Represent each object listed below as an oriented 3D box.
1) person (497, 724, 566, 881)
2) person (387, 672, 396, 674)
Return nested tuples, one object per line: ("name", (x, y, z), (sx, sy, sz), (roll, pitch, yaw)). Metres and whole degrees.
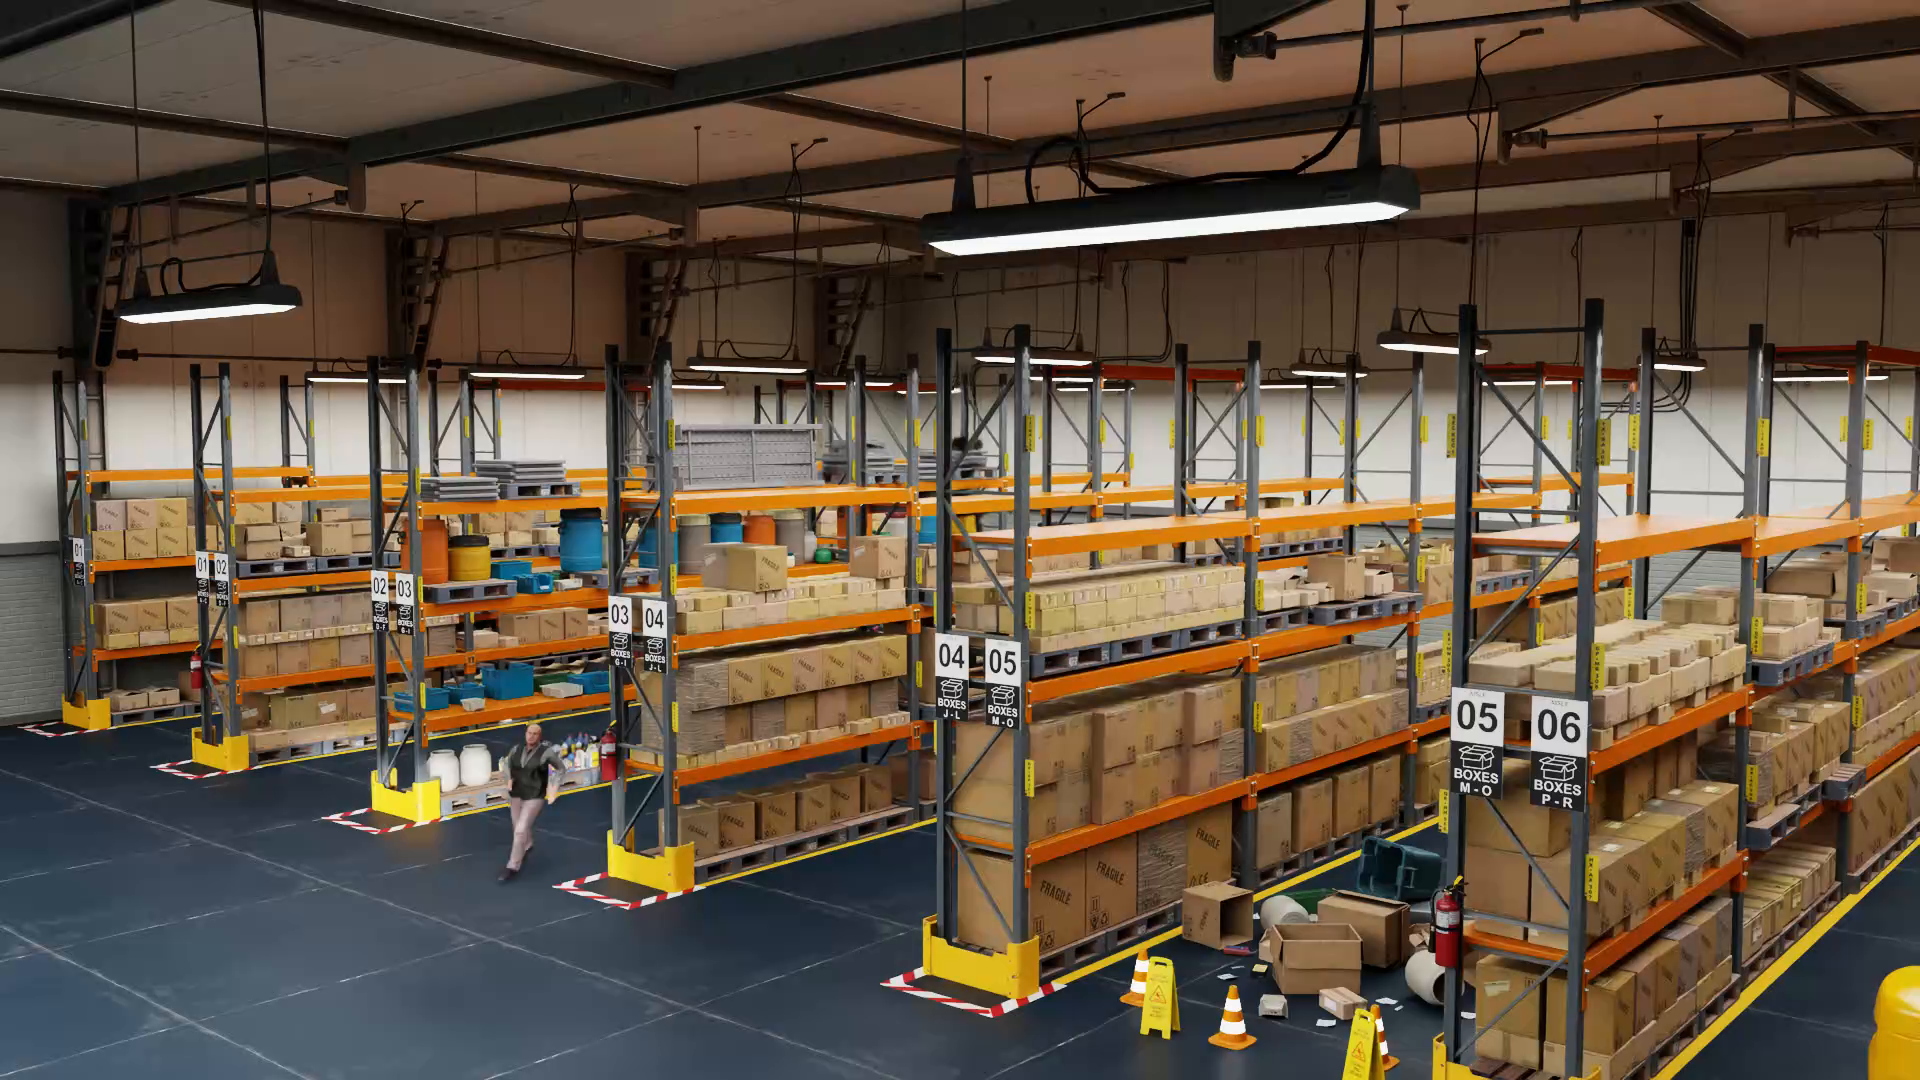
("person", (-4.872, 2.929, 18.830), (0.717, 1.703, 0.919), (1, 4, 15))
("person", (-9.863, 2.321, 28.635), (0.597, 1.612, 0.664), (3, 5, 35))
